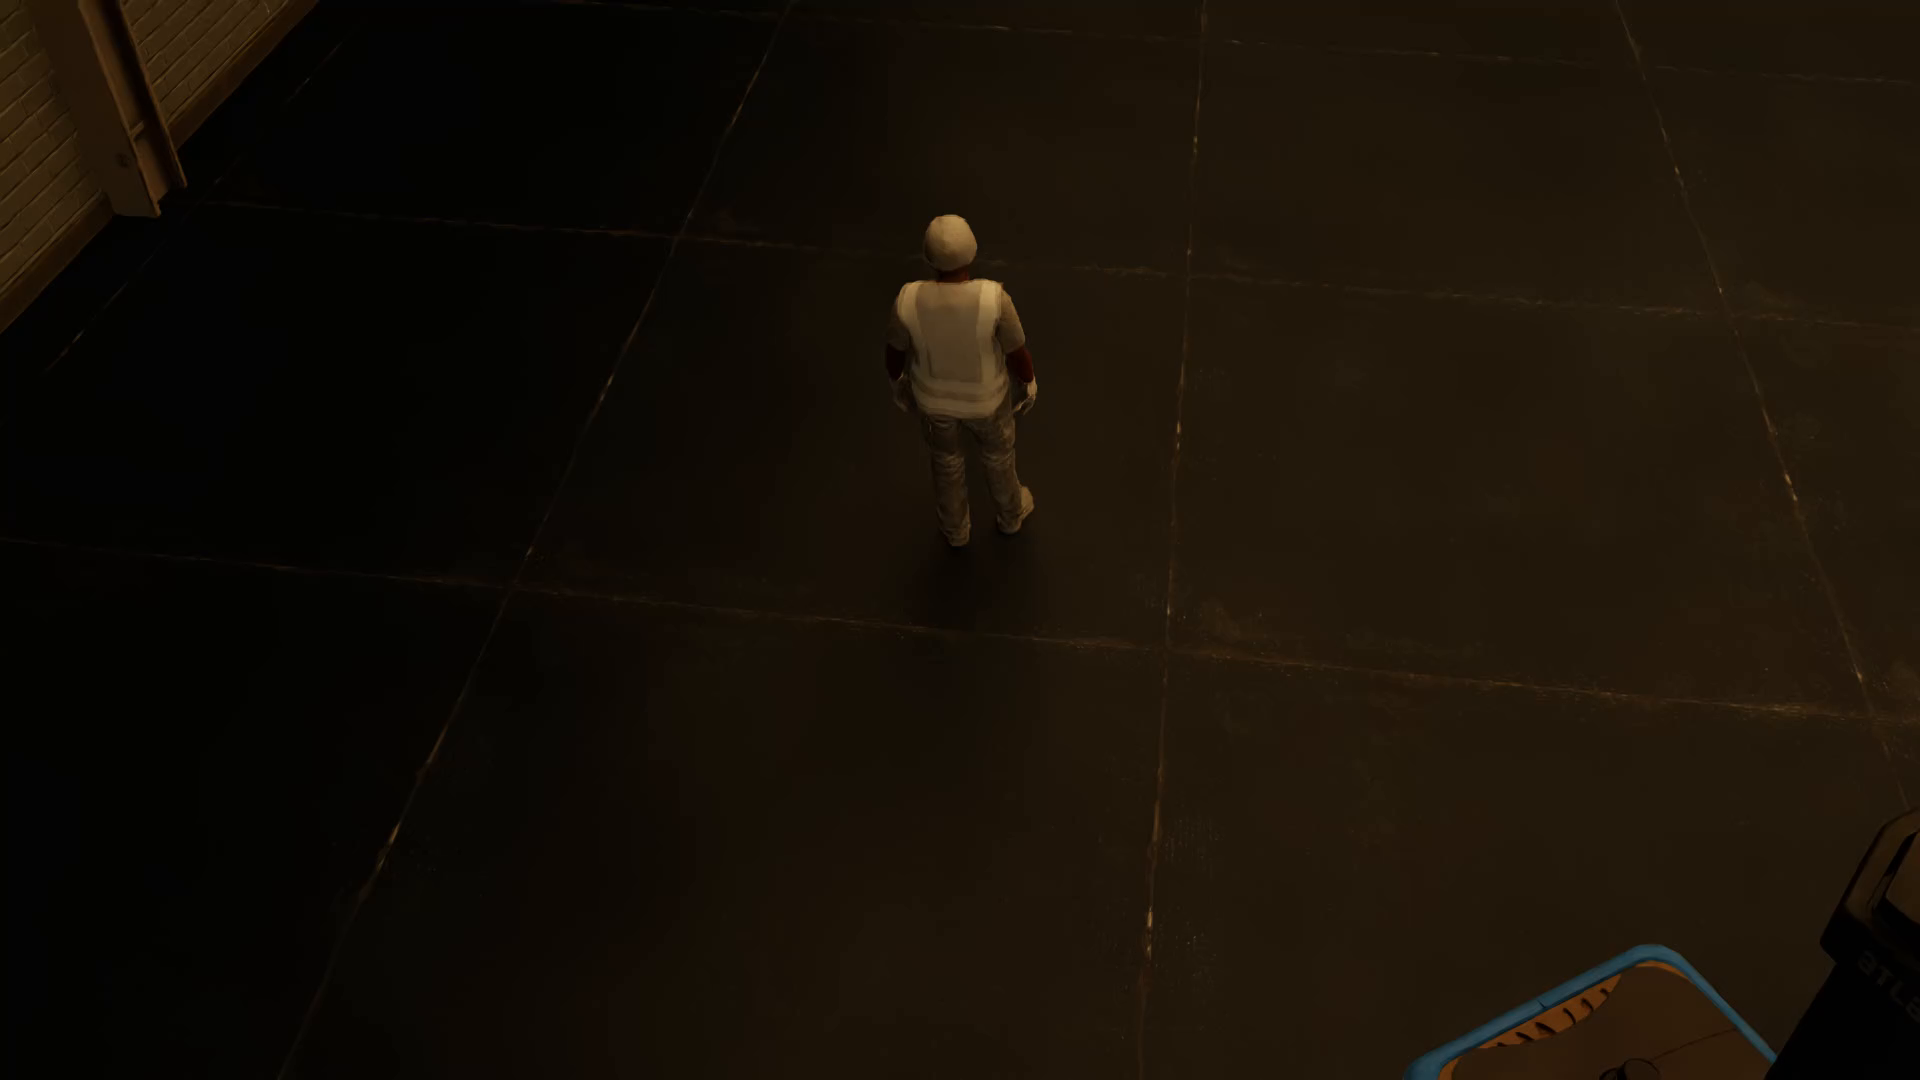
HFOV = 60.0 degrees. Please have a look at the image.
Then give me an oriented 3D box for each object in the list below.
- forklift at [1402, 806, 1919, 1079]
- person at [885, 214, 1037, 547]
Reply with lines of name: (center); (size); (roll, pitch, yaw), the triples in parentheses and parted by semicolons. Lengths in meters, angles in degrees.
forklift: (2.354, 1.942, 3.610); (1.130, 2.935, 3.031); (-19, 46, -20)
person: (0.017, -0.710, 7.335); (0.655, 1.782, 0.576); (5, 43, 6)
